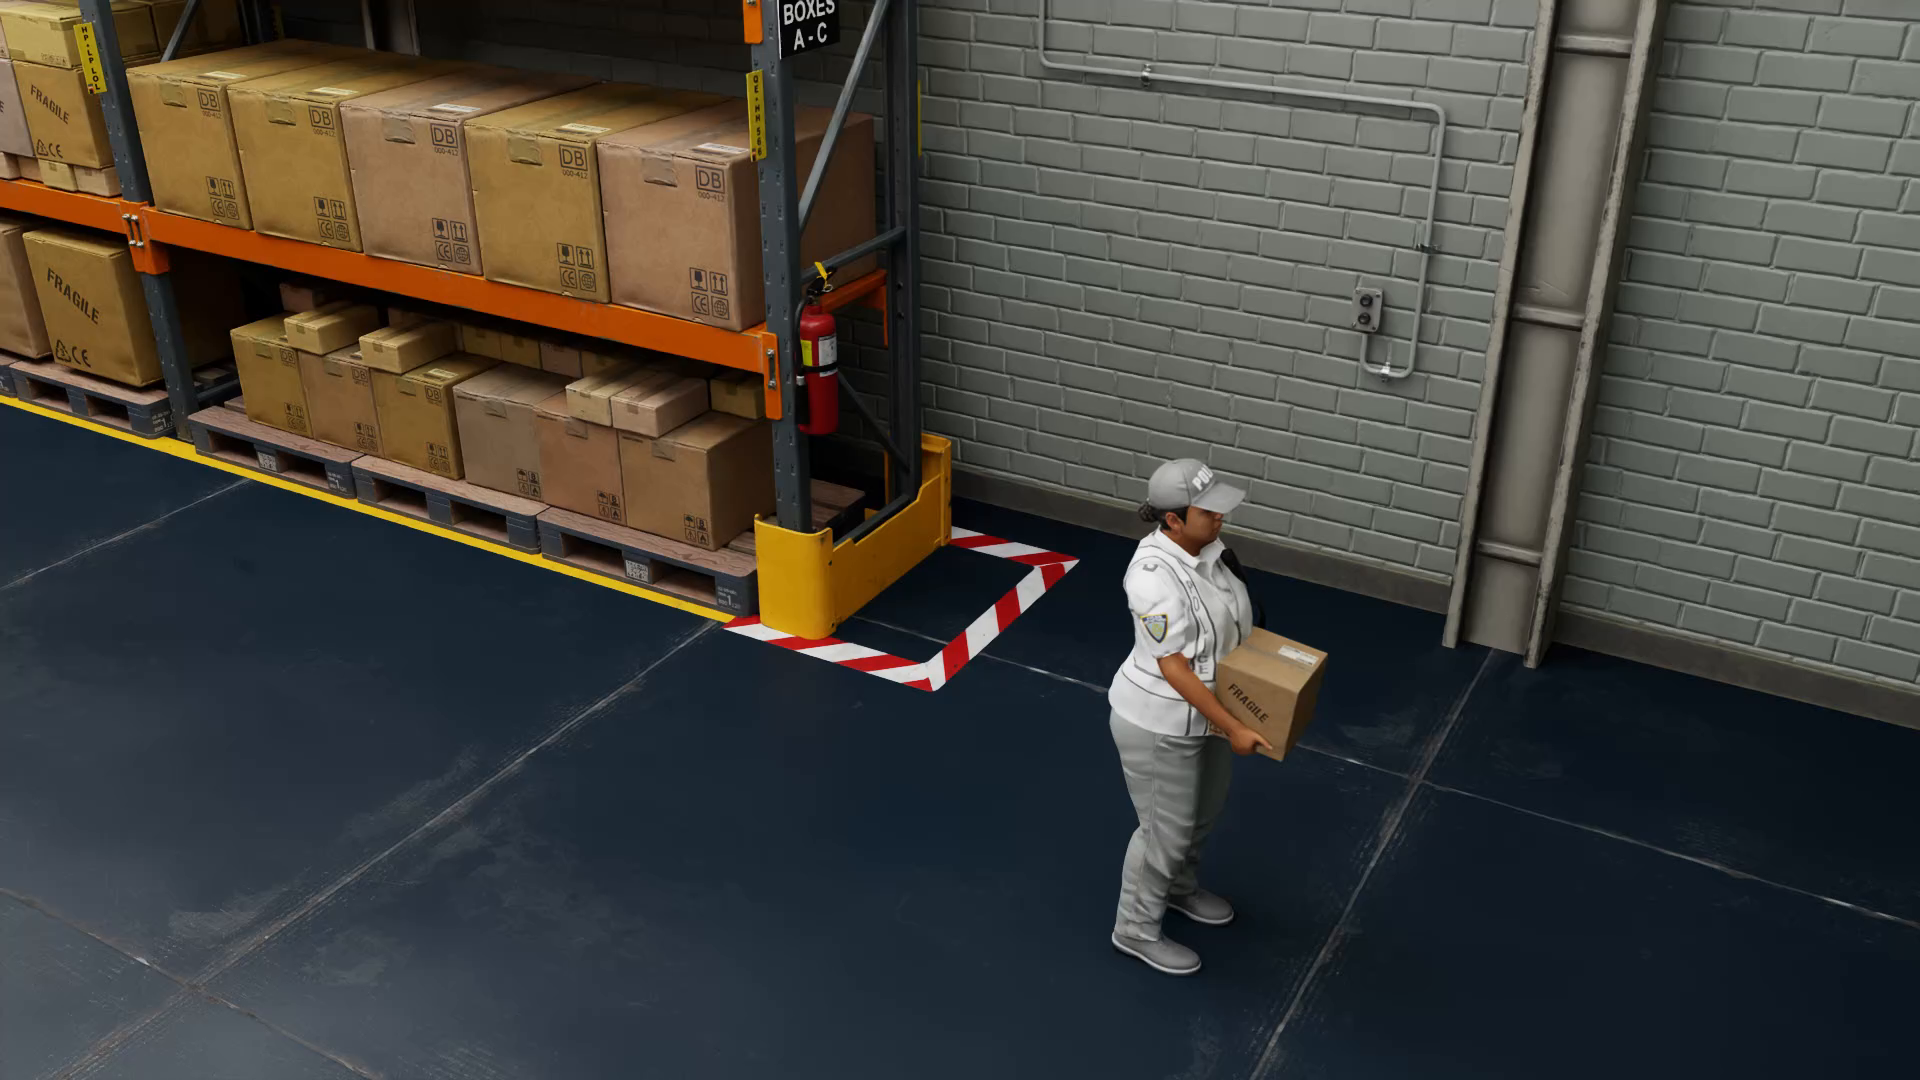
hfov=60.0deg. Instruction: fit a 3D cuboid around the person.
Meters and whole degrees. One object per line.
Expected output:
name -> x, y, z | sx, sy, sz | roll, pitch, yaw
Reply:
person -> 0.735, 0.545, 5.042 | 0.542, 1.659, 0.454 | 15, 30, 27
